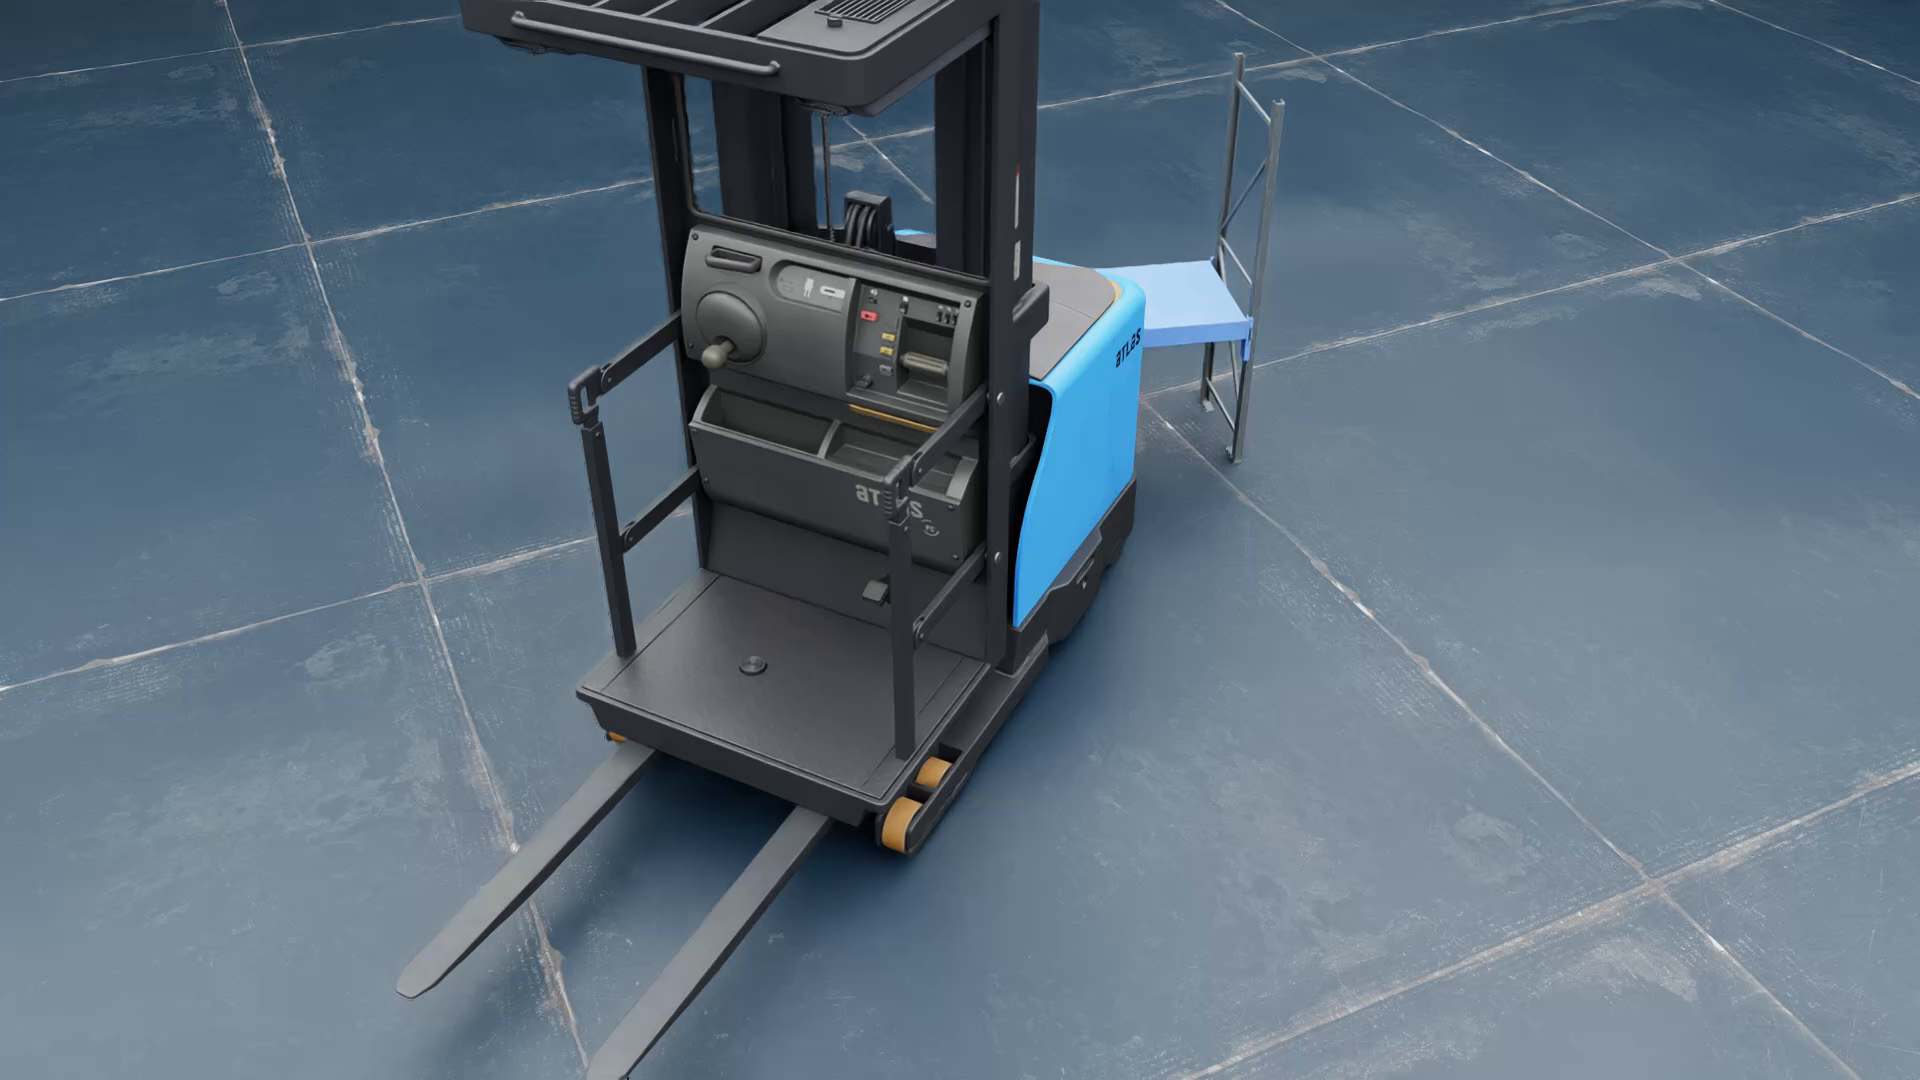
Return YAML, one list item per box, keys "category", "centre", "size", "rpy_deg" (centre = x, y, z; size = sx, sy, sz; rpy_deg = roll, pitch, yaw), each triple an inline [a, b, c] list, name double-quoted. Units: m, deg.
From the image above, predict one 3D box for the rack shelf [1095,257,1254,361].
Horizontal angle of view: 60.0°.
- category: "rack shelf"
  centre: [0.572, -0.864, 6.457]
  size: [1.000, 0.185, 0.538]
  rpy_deg: [-6, 37, -8]

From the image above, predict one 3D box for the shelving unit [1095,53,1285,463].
- category: "shelving unit"
  centre: [0.572, -1.008, 6.350]
  size: [1.048, 1.500, 0.538]
  rpy_deg: [-6, 37, -8]

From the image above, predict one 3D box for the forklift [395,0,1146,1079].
- category: "forklift"
  centre: [-0.477, -0.544, 4.523]
  size: [1.130, 2.935, 3.031]
  rpy_deg: [17, 40, 22]

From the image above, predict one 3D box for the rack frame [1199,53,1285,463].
- category: "rack frame"
  centre: [1.074, -1.058, 6.418]
  size: [0.032, 1.500, 0.500]
  rpy_deg: [-6, 37, -8]
